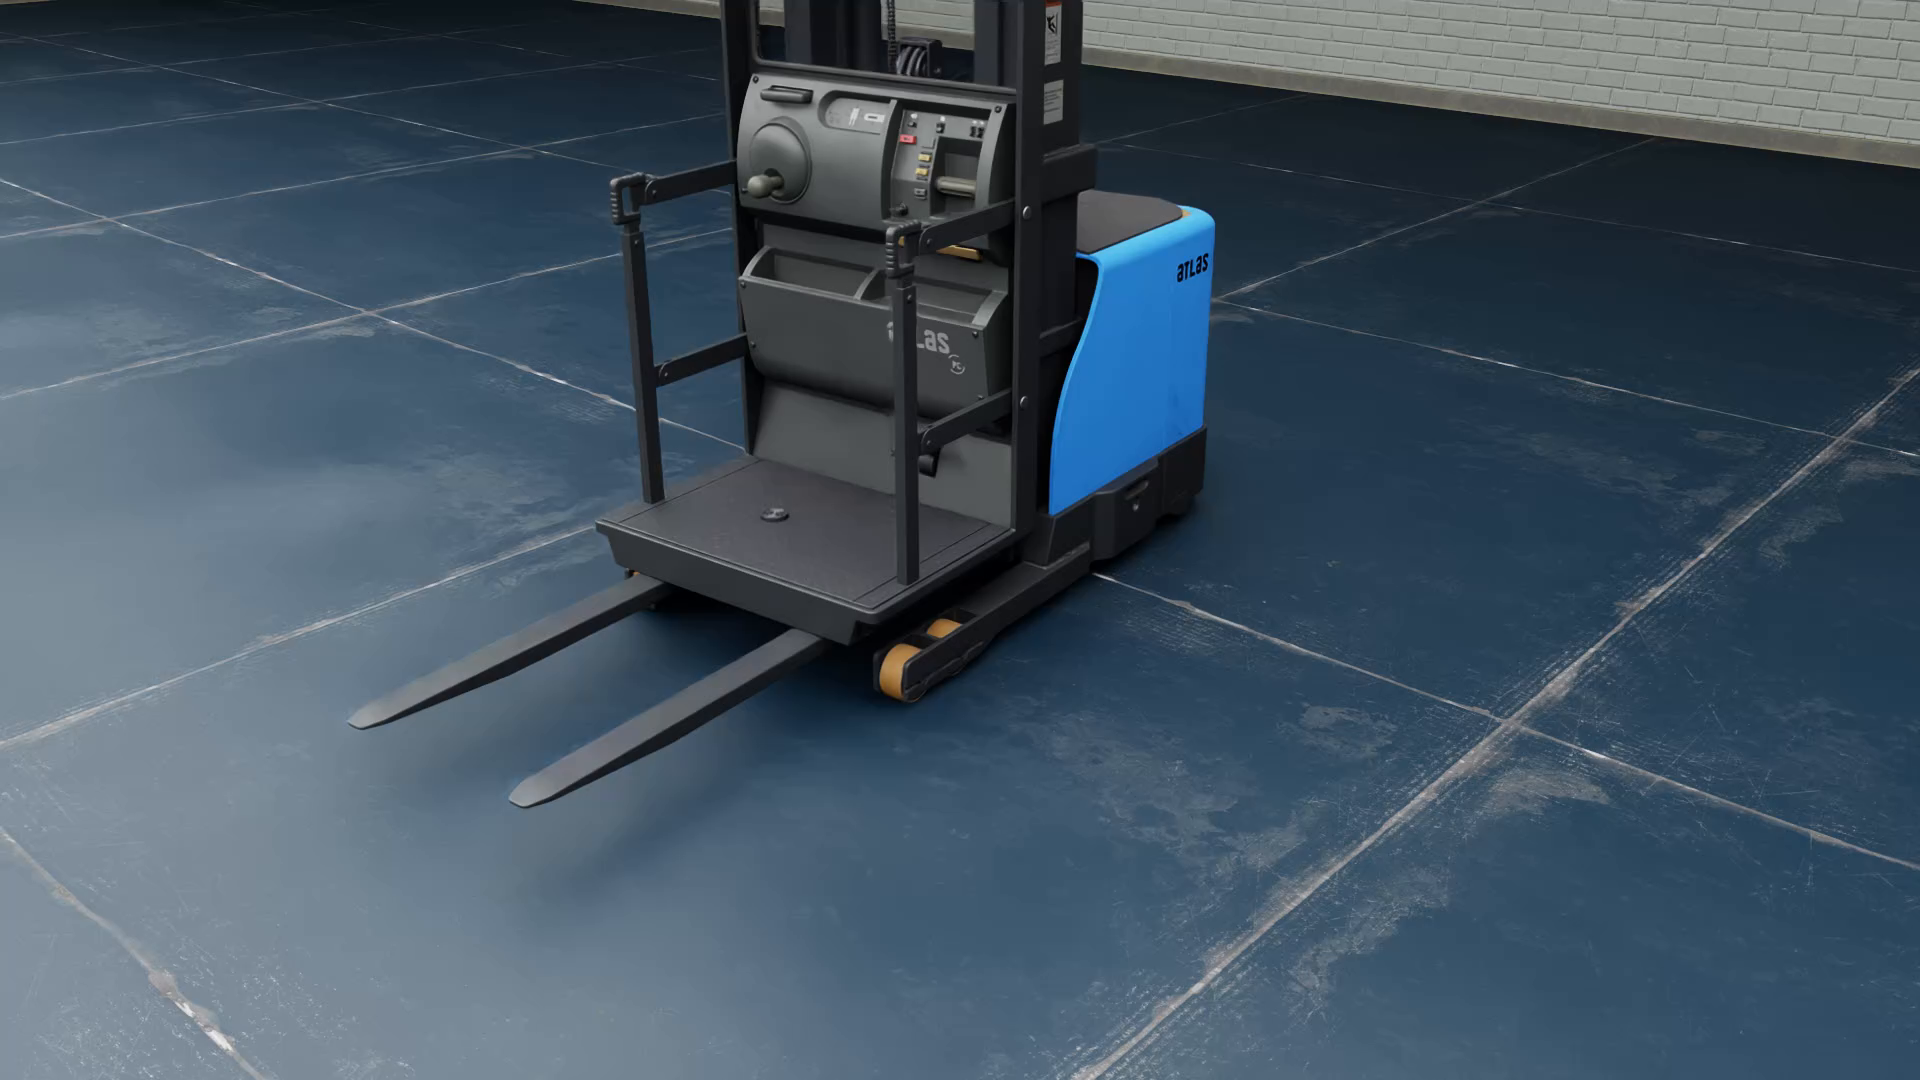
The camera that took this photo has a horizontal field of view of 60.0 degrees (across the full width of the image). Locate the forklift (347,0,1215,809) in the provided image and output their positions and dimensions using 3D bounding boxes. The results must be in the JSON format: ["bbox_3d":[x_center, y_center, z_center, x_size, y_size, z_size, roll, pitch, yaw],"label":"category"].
[{"bbox_3d":[-0.391,-1.100,4.621,1.130,2.935,3.031,16,29,32],"label":"forklift"}]
